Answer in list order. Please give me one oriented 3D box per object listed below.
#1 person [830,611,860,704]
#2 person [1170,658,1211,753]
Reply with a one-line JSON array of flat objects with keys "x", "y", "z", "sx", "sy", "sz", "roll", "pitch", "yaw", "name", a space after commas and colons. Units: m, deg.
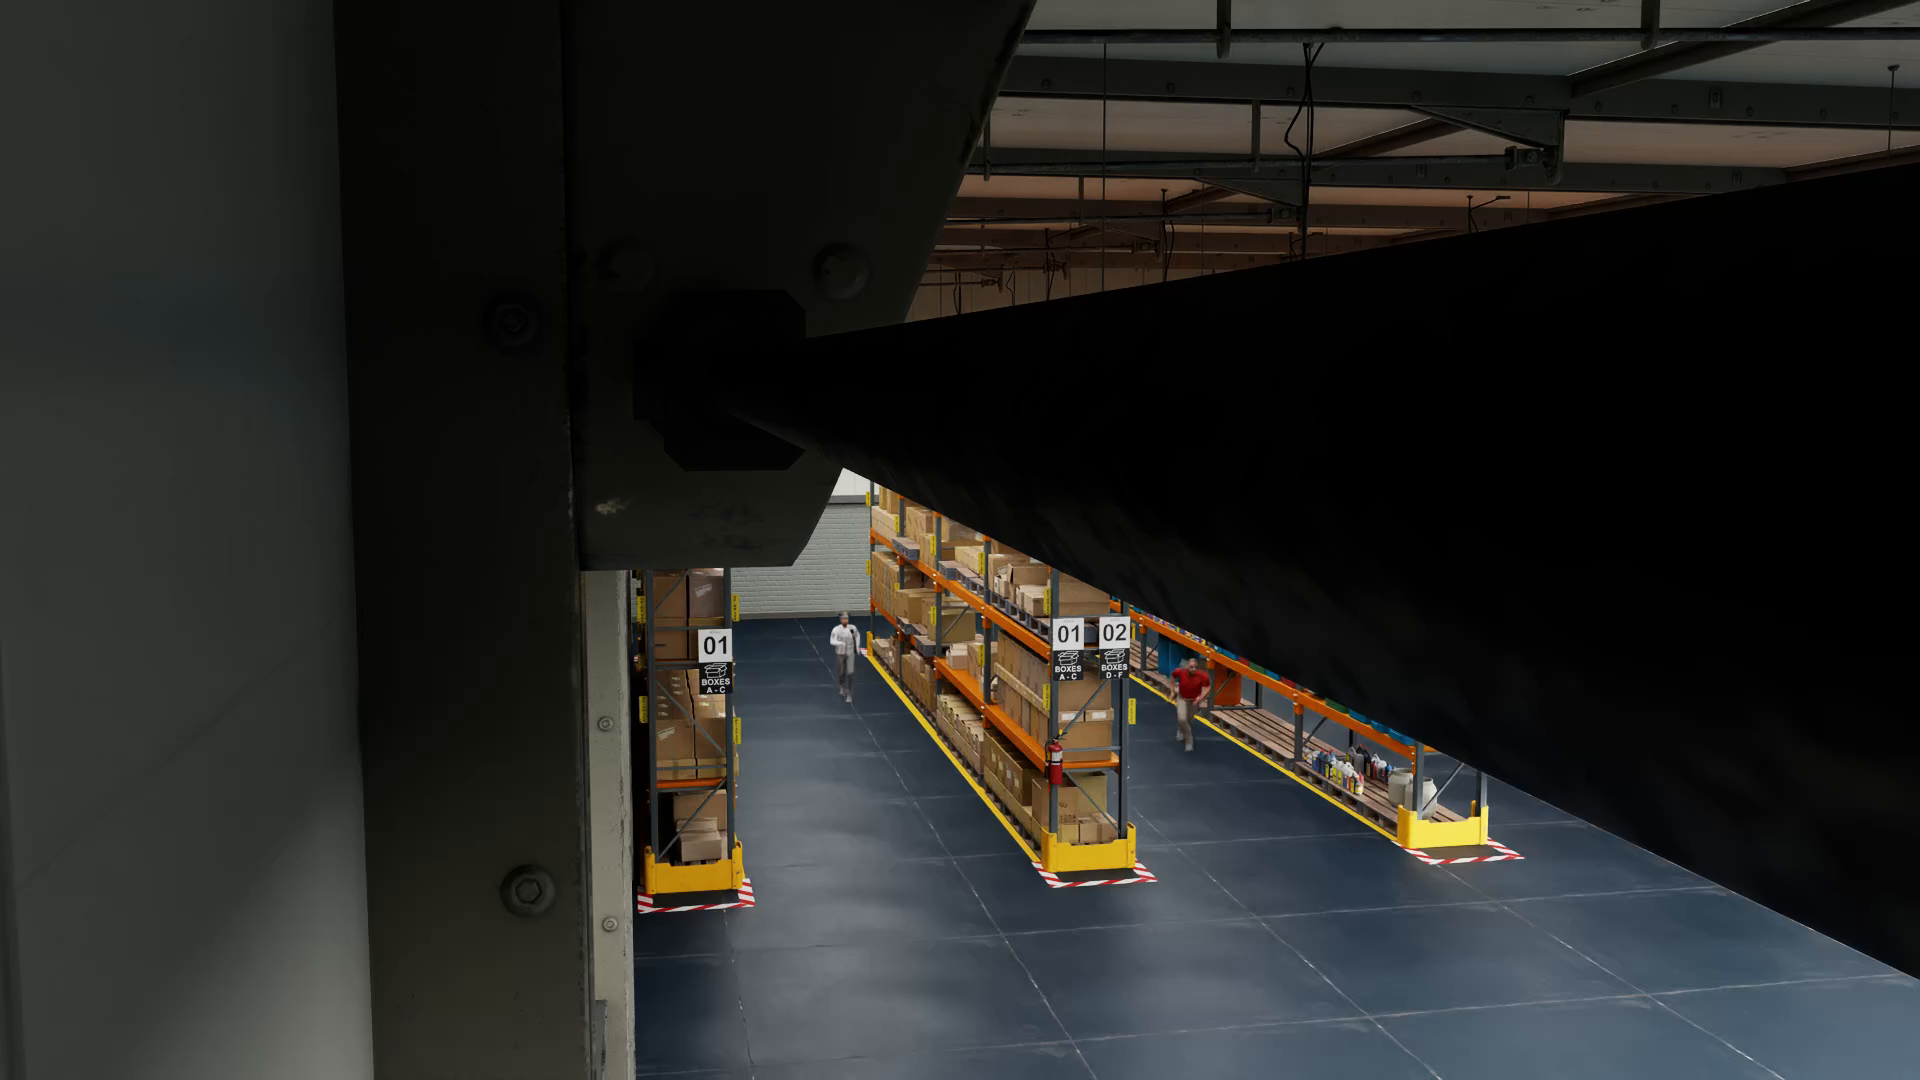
[{"x": -2.175, "y": 2.203, "z": 31.528, "sx": 0.567, "sy": 1.741, "sz": 0.831, "roll": -1, "pitch": 6, "yaw": -5, "name": "person"}, {"x": 3.808, "y": 2.679, "z": 27.690, "sx": 0.664, "sy": 1.580, "sz": 1.077, "roll": 0, "pitch": 6, "yaw": 1, "name": "person"}]
